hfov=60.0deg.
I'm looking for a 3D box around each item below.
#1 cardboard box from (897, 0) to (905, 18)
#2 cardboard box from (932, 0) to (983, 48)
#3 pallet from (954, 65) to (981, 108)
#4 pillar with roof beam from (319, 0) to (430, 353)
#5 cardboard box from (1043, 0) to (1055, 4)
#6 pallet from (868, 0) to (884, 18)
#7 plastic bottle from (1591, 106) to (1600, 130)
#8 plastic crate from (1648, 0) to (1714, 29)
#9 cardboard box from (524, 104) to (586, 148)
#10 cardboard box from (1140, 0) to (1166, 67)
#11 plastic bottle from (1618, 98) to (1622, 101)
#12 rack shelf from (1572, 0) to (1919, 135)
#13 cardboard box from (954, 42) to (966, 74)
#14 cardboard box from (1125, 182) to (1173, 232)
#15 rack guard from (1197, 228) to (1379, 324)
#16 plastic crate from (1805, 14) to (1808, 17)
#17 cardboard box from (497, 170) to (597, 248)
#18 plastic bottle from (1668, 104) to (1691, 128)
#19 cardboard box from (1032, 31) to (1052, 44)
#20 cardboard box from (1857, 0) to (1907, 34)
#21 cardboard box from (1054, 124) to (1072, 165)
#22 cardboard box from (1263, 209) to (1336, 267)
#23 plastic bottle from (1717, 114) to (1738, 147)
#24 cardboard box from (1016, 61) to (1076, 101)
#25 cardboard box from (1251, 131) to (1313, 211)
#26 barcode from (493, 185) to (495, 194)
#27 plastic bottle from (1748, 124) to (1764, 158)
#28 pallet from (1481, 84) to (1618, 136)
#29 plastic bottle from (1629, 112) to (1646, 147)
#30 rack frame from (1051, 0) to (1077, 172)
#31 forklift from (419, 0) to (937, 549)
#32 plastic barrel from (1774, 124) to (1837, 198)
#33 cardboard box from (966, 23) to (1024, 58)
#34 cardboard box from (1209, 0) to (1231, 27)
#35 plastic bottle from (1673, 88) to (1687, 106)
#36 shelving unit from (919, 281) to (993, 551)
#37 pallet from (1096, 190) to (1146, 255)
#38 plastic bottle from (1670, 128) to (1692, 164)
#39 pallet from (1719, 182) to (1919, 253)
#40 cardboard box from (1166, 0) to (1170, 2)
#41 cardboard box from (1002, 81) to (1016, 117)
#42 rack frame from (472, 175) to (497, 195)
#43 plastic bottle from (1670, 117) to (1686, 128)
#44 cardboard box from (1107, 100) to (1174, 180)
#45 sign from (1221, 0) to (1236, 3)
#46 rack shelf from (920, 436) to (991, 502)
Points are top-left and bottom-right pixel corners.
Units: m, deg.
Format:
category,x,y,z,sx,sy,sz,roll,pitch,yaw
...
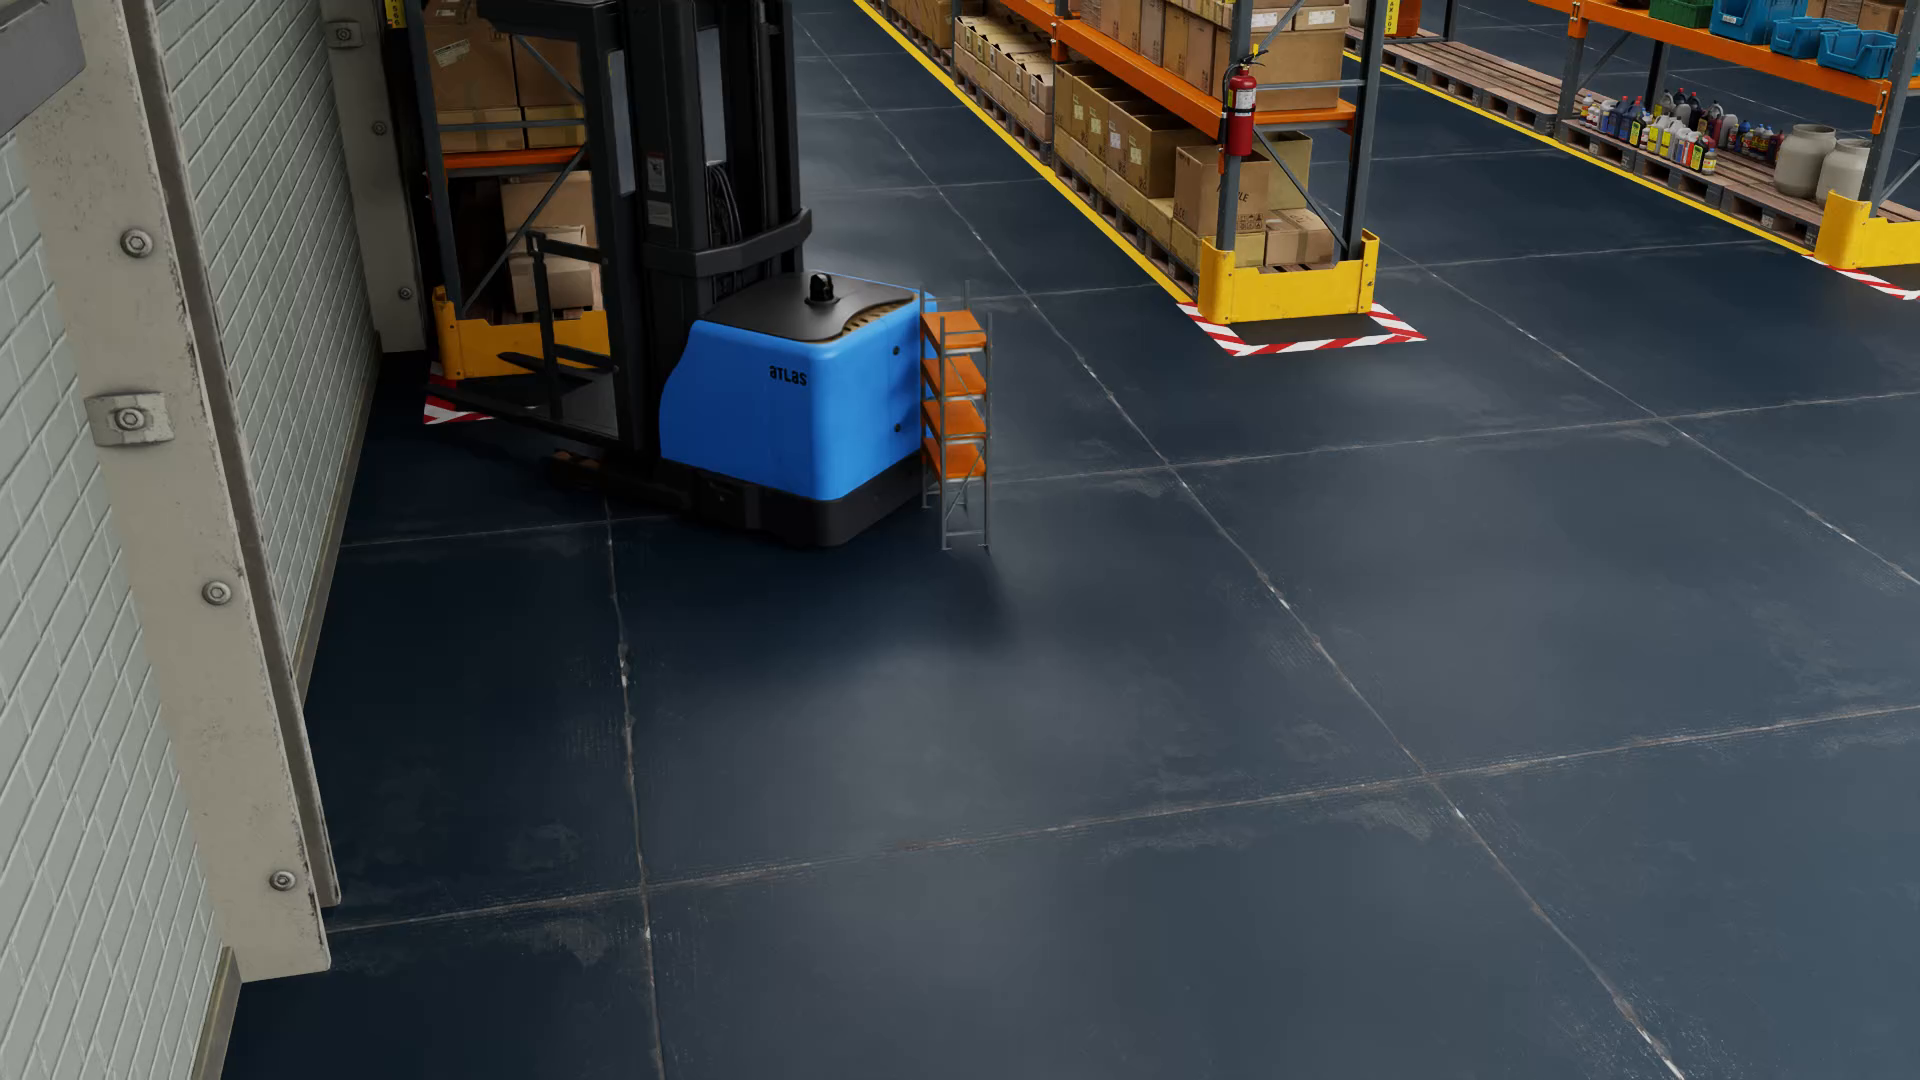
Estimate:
category,x,y,z,sx,sy,sz,roll,pitch,yaw
cardboard box,-0.492,-6.798,20.675,0.500,0.500,0.500,-6,27,-11
cardboard box,-0.033,-5.899,18.894,0.500,0.500,0.500,-5,27,-10
pallet,0.554,-4.821,17.568,1.003,0.211,1.213,-6,27,-12
pillar with roof beam,0.578,-5.750,9.655,9.100,9.000,0.400,-6,27,-12
cardboard box,0.931,-4.983,14.943,0.396,0.266,0.258,-7,28,-13
pallet,-0.649,-7.244,22.368,1.003,0.211,1.213,-6,27,-12
plastic bottle,5.825,-3.850,15.167,0.097,0.201,0.097,0,27,0
plastic crate,6.166,-4.458,13.988,0.450,0.188,0.662,-6,27,-12
cardboard box,-2.417,-2.603,10.223,0.500,0.250,0.500,-7,28,-13
cardboard box,1.765,-3.850,12.437,0.700,0.500,0.500,-5,27,-10
plastic bottle,5.983,-3.848,15.072,0.061,0.283,0.133,-6,27,-12
rack shelf,6.585,-3.978,13.600,1.077,0.370,4.000,-6,27,-12
cardboard box,0.238,-5.132,17.674,0.500,0.250,0.500,-6,27,-12
cardboard box,1.562,-2.523,12.504,0.500,0.250,0.500,-6,27,-12
rack guard,2.215,-1.793,11.248,1.175,0.500,0.348,-6,27,-12
plastic crate,6.747,-4.372,13.876,0.530,0.136,0.437,-6,27,-12
cardboard box,-2.929,-2.386,11.934,0.700,0.500,0.500,-8,28,-15
plastic bottle,6.465,-3.794,14.972,0.152,0.276,0.135,-6,27,-12
cardboard box,0.999,-4.988,16.766,0.500,0.311,0.500,-6,27,-12
cardboard box,10.501,-5.734,18.567,0.700,0.500,0.500,-4,27,-7
cardboard box,1.117,-3.401,14.245,0.500,0.250,0.500,-6,27,-12
cardboard box,2.305,-2.138,11.742,0.500,0.250,0.500,-6,27,-12
plastic bottle,6.710,-3.606,14.600,0.152,0.276,0.135,-5,27,-11
cardboard box,0.814,-4.262,15.329,0.500,0.311,0.500,-5,27,-10
cardboard box,2.191,-2.692,12.007,0.500,0.500,0.500,-6,27,-12
barcode,-3.618,-2.723,12.912,0.001,0.075,0.075,-6,27,-12
plastic bottle,6.831,-3.421,14.239,0.097,0.271,0.097,0,27,0
pallet,5.920,-4.273,16.481,1.003,0.211,1.213,-6,27,-12
plastic bottle,5.952,-3.605,14.589,0.061,0.283,0.133,-5,27,-9
rack frame,1.308,-4.676,14.184,1.000,3.000,0.127,-6,27,-12
forklift,-1.624,-1.750,8.465,3.031,2.935,1.130,15,31,28
plastic barrel,6.700,-2.999,13.158,0.421,0.512,0.421,0,27,0
cardboard box,0.365,-5.152,17.092,0.500,0.311,0.500,-7,28,-13
cardboard box,1.877,-3.517,11.058,0.380,0.149,0.250,-5,27,-10
plastic bottle,6.561,-3.937,15.173,0.144,0.351,0.185,-7,28,-13
shelving unit,-0.025,-0.604,8.114,0.258,1.200,0.503,-6,27,-11
pallet,1.725,-2.541,13.049,1.003,0.211,1.213,-6,27,-12
plastic bottle,6.134,-3.337,14.068,0.152,0.276,0.135,-7,28,-13
pallet,6.795,-2.562,13.091,1.003,0.211,1.213,-6,27,-12
cardboard box,1.644,-3.970,11.957,0.380,0.149,0.250,-5,27,-10
cardboard box,0.704,-4.235,15.897,0.500,0.250,0.500,-5,27,-10
rack frame,-3.517,-4.171,13.185,1.000,3.000,0.127,-6,27,-12
plastic bottle,6.189,-3.517,14.425,0.152,0.276,0.135,-6,27,-12
cardboard box,1.448,-3.077,12.770,0.500,0.500,0.500,-6,27,-12
sign,1.678,-3.493,10.294,0.100,0.325,0.005,-6,27,-12
rack shelf,-0.025,-0.366,8.234,0.258,0.148,0.480,-6,27,-11
